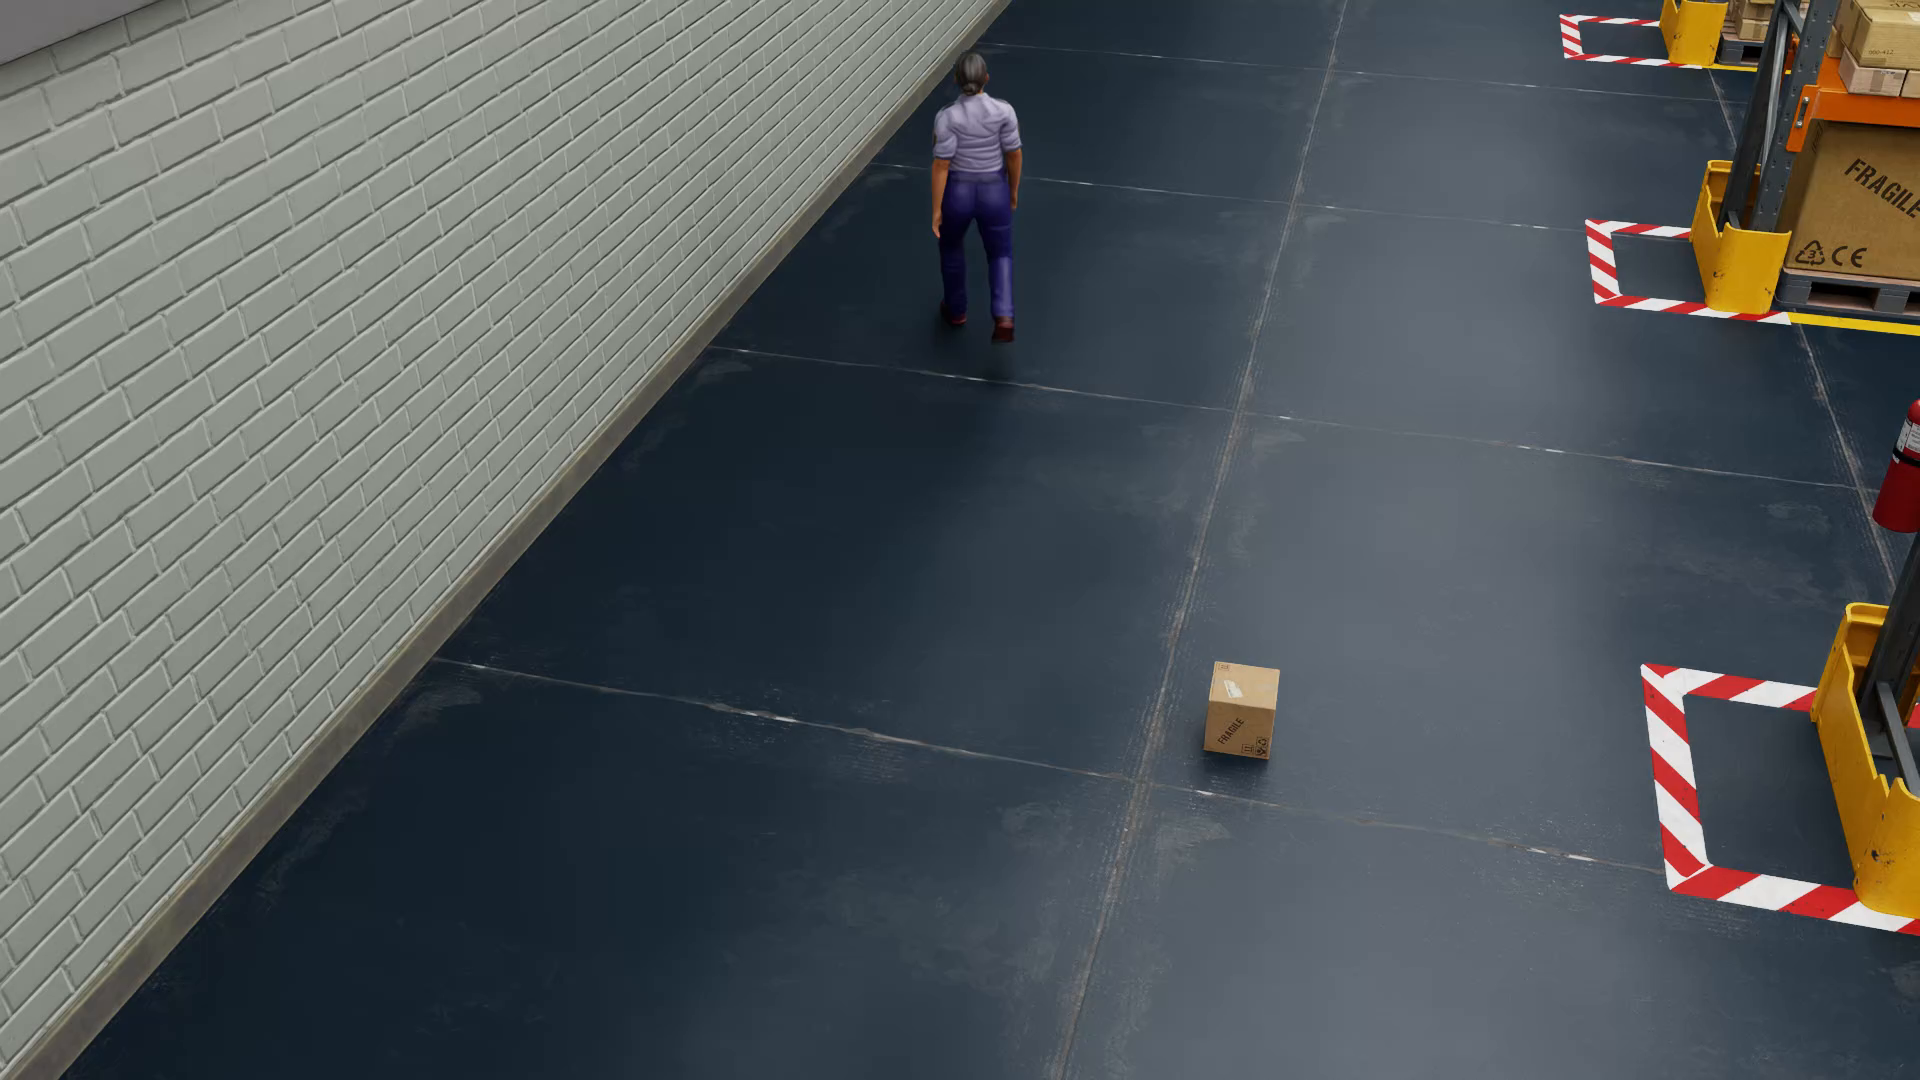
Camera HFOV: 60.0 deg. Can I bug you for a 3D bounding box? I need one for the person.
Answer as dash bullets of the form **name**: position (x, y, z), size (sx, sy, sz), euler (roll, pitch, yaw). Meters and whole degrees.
- **person**: position (0.087, -1.830, 8.953), size (0.495, 1.606, 0.861), euler (-4, 33, -6)
